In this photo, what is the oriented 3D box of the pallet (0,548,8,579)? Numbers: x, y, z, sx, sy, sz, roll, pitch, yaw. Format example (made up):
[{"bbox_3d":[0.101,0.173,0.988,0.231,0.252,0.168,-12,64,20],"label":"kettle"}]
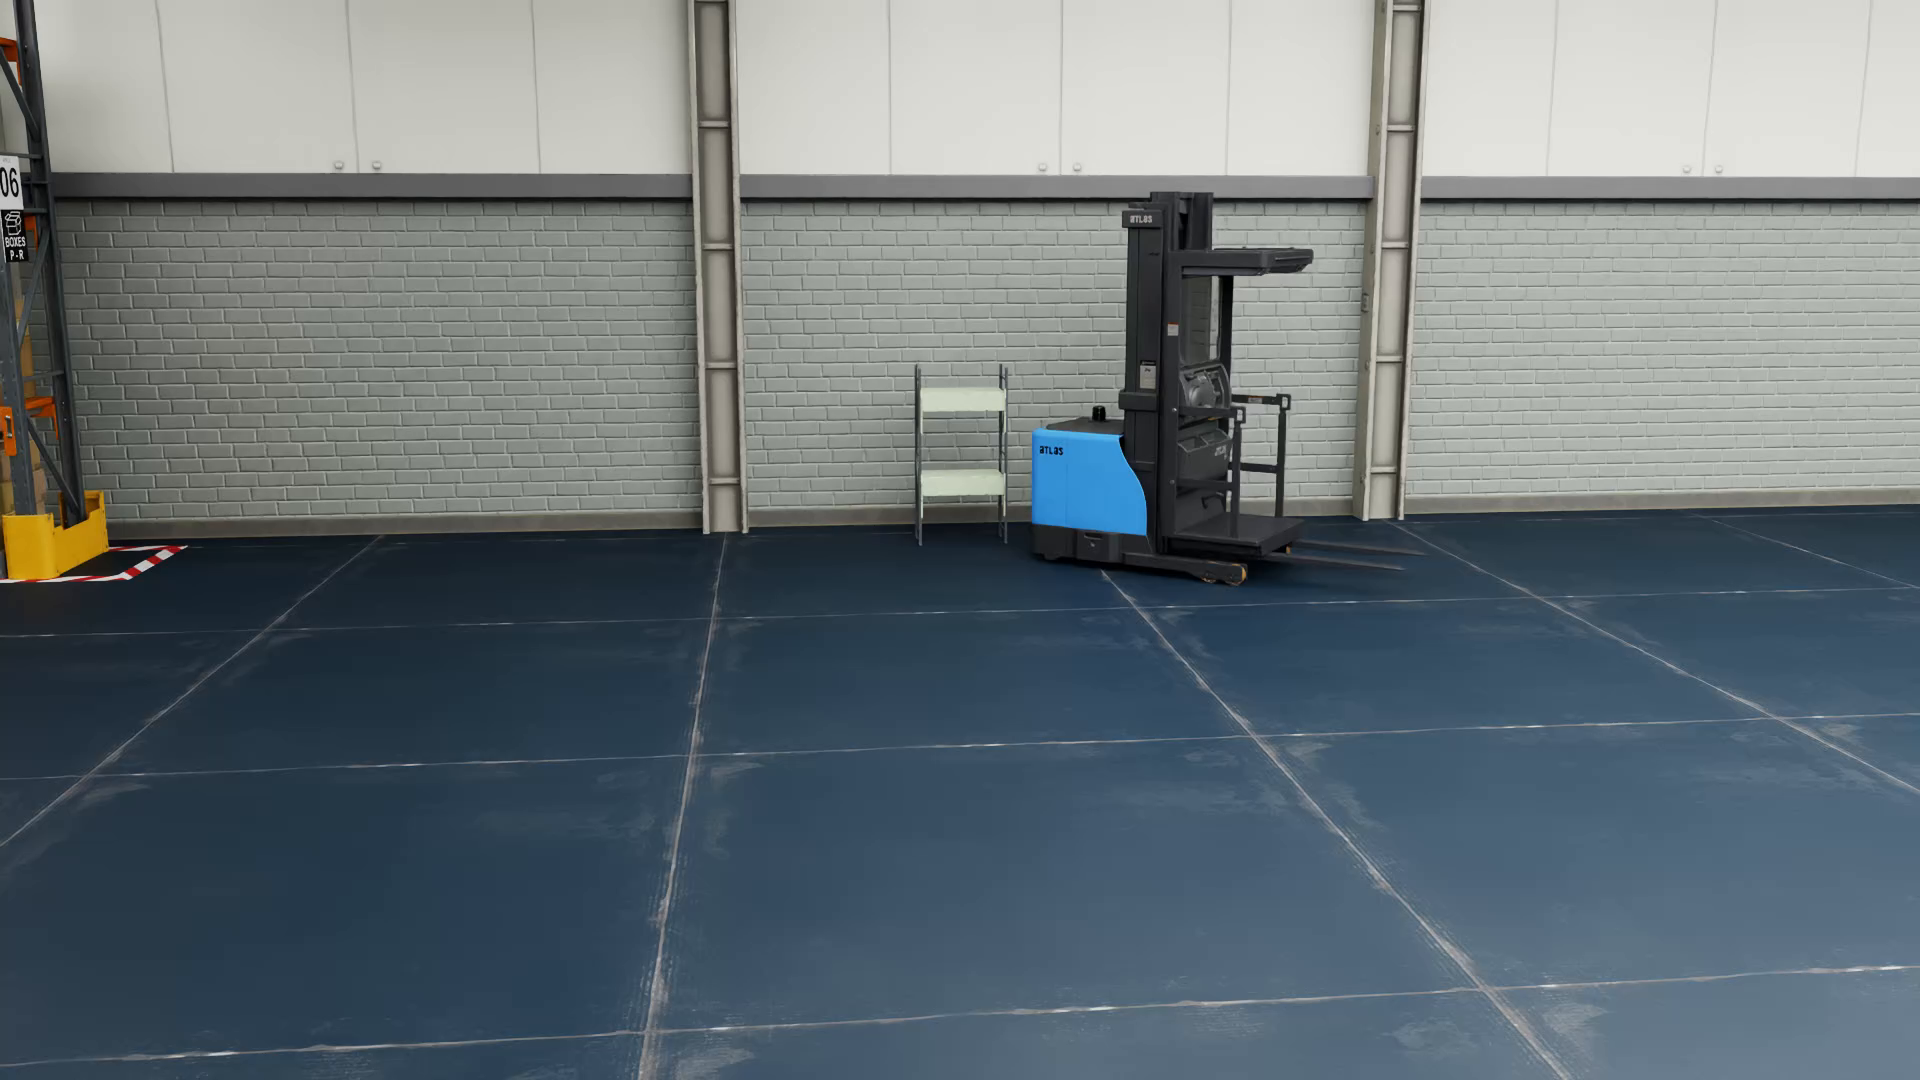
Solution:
[{"bbox_3d":[-8.015,0.115,13.237,1.213,0.211,1.003,-1,11,-6],"label":"pallet"}]

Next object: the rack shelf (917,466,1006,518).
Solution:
[{"bbox_3d":[0.007,-0.416,14.287,0.720,0.370,0.431,-1,11,-6],"label":"rack shelf"}]

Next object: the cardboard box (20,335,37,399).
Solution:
[{"bbox_3d":[-7.782,-1.369,13.298,0.500,0.500,0.500,-1,11,-4],"label":"cardboard box"}]

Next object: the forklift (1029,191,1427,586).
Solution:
[{"bbox_3d":[2.095,-1.209,12.919,3.031,2.935,1.130,6,13,30],"label":"forklift"}]

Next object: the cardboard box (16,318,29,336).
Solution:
[{"bbox_3d":[-7.625,-1.687,13.234,0.250,0.149,0.380,-1,11,-8],"label":"cardboard box"}]

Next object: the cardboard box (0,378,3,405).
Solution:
[{"bbox_3d":[-7.721,-1.266,12.771,0.500,0.500,0.500,-1,11,-7],"label":"cardboard box"}]

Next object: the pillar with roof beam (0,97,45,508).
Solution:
[{"bbox_3d":[-7.584,-3.554,9.117,0.400,9.000,9.100,-1,11,-6],"label":"pillar with roof beam"}]

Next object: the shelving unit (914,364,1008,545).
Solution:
[{"bbox_3d":[0.007,-0.736,14.224,0.755,1.500,0.431,-1,11,-6],"label":"shelving unit"}]

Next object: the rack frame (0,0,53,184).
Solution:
[{"bbox_3d":[-7.260,-4.221,12.511,0.127,3.000,1.000,-1,11,-6],"label":"rack frame"}]

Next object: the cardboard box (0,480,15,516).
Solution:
[{"bbox_3d":[-7.710,-0.309,12.909,0.500,0.250,0.500,-1,11,-7],"label":"cardboard box"}]

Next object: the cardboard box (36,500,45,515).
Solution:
[{"bbox_3d":[-7.769,-0.162,13.453,0.500,0.250,0.500,-1,11,-6],"label":"cardboard box"}]

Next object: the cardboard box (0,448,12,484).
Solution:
[{"bbox_3d":[-7.684,-0.555,12.865,0.500,0.250,0.500,-1,11,-4],"label":"cardboard box"}]

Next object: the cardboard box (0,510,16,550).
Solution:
[{"bbox_3d":[-7.693,-0.064,12.956,0.500,0.250,0.500,-1,11,-6],"label":"cardboard box"}]

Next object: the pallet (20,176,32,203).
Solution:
[{"bbox_3d":[-7.965,-2.696,12.759,1.213,0.211,1.003,-1,11,-6],"label":"pallet"}]

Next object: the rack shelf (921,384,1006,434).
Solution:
[{"bbox_3d":[0.007,-1.119,14.149,0.720,0.370,0.431,-1,11,-6],"label":"rack shelf"}]

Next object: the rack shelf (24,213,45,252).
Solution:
[{"bbox_3d":[-9.248,-2.355,12.658,4.000,0.370,1.077,-1,11,-6],"label":"rack shelf"}]

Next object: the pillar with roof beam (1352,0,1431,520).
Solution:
[{"bbox_3d":[4.345,-3.804,10.388,0.400,9.000,9.100,-1,11,-6],"label":"pillar with roof beam"}]

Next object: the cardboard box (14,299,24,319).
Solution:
[{"bbox_3d":[-7.617,-1.825,13.161,0.250,0.149,0.380,-1,11,-7],"label":"cardboard box"}]

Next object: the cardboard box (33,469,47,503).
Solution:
[{"bbox_3d":[-7.750,-0.410,13.419,0.500,0.250,0.500,-1,11,-5],"label":"cardboard box"}]

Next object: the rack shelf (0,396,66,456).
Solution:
[{"bbox_3d":[-9.248,-0.883,12.947,4.000,0.370,1.077,-1,11,-6],"label":"rack shelf"}]

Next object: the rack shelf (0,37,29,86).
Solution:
[{"bbox_3d":[-9.248,-3.630,12.407,4.000,0.370,1.077,-1,11,-6],"label":"rack shelf"}]

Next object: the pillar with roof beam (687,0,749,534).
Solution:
[{"bbox_3d":[-1.619,-3.679,9.753,0.400,9.000,9.100,-1,11,-6],"label":"pillar with roof beam"}]

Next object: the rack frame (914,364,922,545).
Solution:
[{"bbox_3d":[-0.357,-0.728,14.185,0.023,1.500,0.400,-1,11,-6],"label":"rack frame"}]

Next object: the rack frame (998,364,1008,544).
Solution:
[{"bbox_3d":[0.371,-0.744,14.263,0.023,1.500,0.400,-1,11,-6],"label":"rack frame"}]

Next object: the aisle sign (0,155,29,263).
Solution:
[{"bbox_3d":[-7.163,-2.498,12.559,0.004,0.787,0.394,-1,11,-6],"label":"aisle sign"}]

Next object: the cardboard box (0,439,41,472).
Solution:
[{"bbox_3d":[-7.758,-0.651,13.351,0.500,0.250,0.500,-1,11,-7],"label":"cardboard box"}]

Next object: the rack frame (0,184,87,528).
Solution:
[{"bbox_3d":[-7.260,-1.277,13.089,0.127,3.000,1.000,-1,11,-6],"label":"rack frame"}]

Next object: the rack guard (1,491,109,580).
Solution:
[{"bbox_3d":[-7.236,-0.051,13.333,0.348,0.500,1.175,-1,11,-6],"label":"rack guard"}]
